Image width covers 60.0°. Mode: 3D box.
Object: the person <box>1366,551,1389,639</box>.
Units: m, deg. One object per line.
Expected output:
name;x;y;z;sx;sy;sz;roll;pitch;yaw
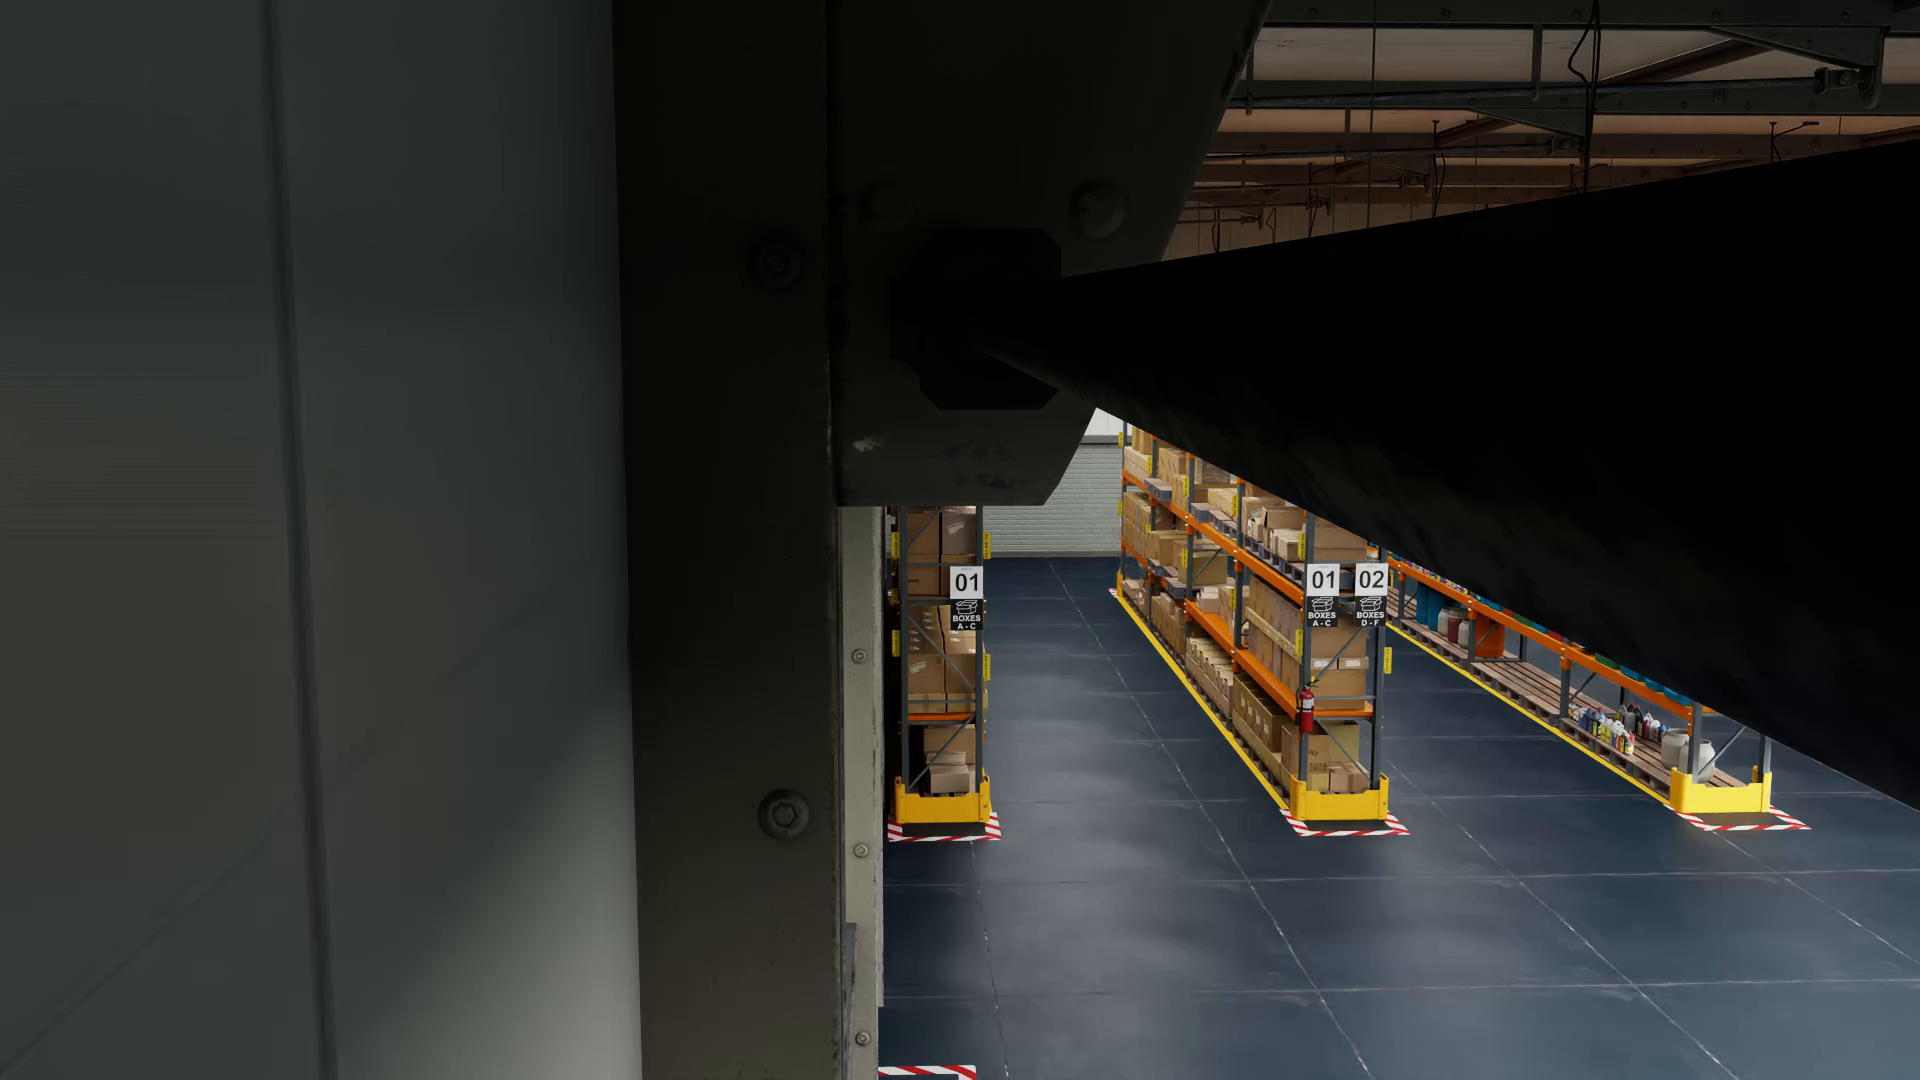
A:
person;7.837;1.028;31.790;0.673;1.709;0.701;-2;8;-15
